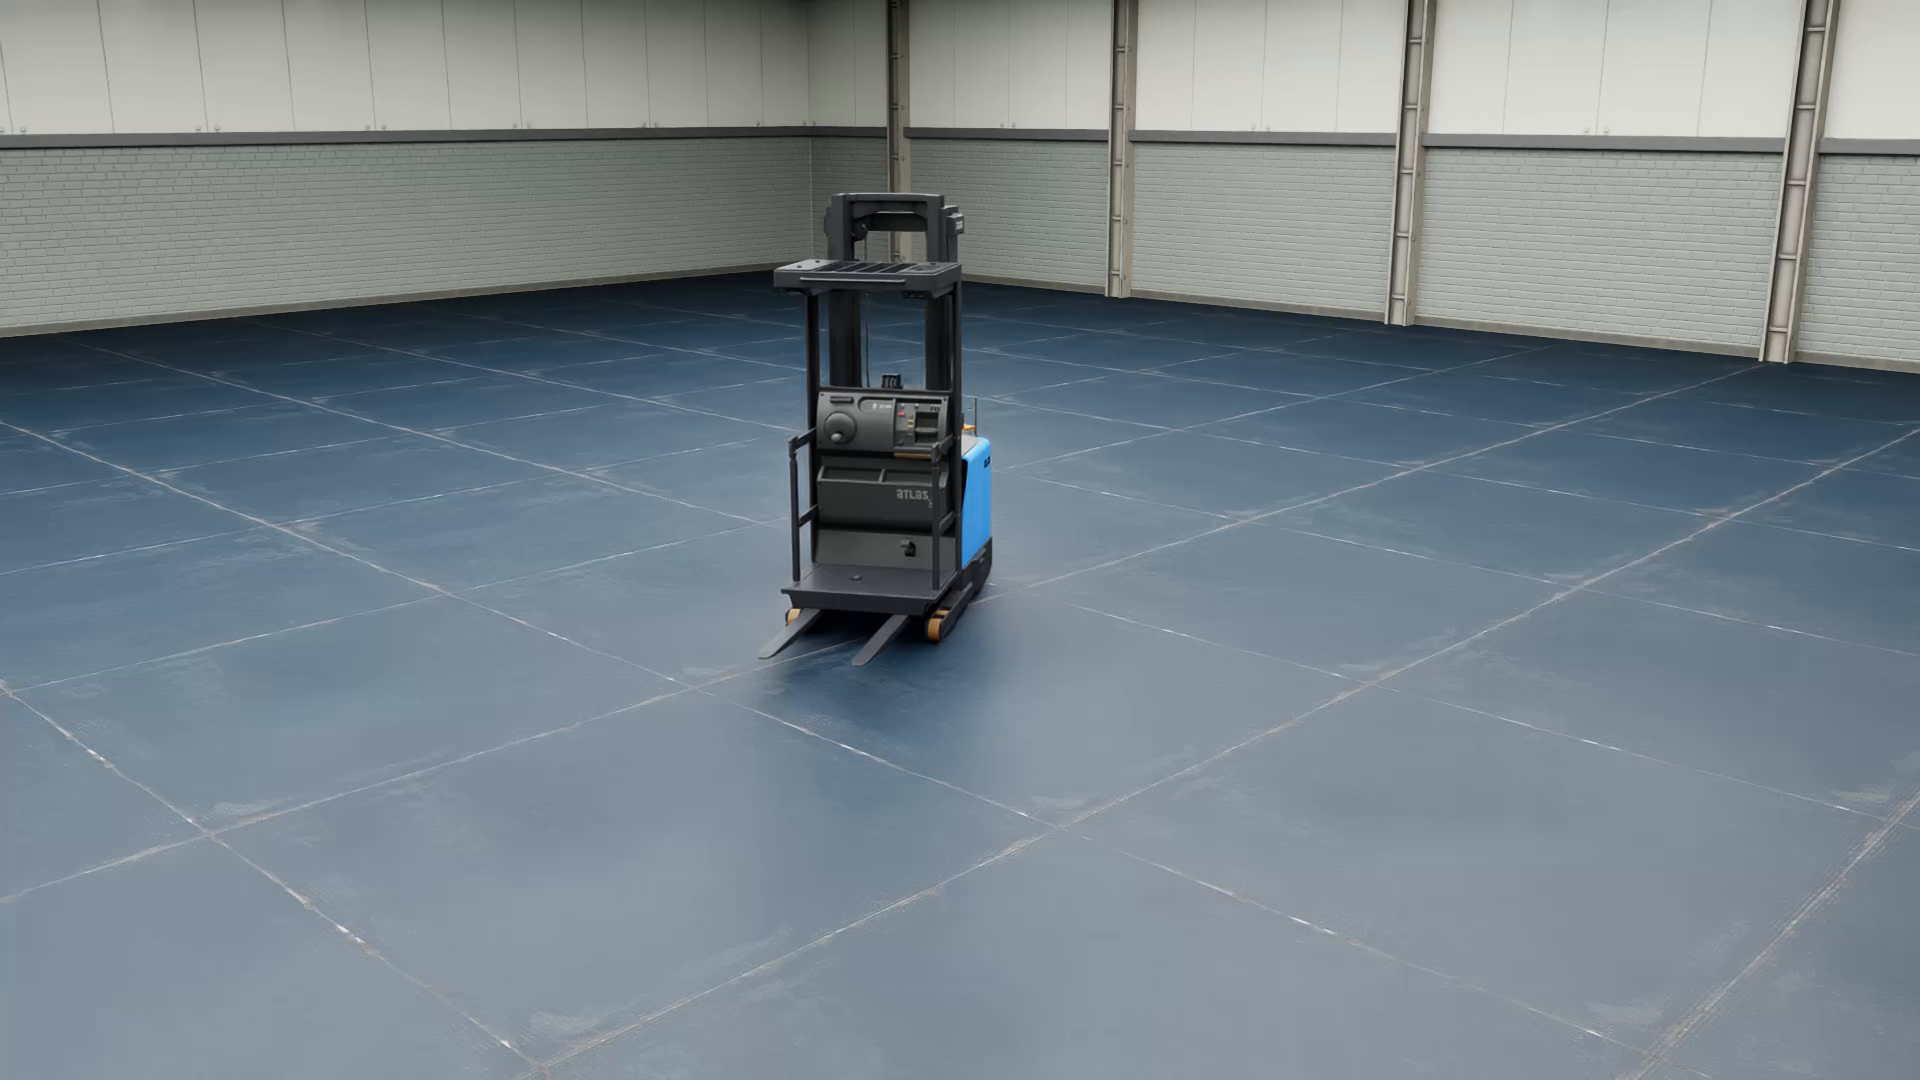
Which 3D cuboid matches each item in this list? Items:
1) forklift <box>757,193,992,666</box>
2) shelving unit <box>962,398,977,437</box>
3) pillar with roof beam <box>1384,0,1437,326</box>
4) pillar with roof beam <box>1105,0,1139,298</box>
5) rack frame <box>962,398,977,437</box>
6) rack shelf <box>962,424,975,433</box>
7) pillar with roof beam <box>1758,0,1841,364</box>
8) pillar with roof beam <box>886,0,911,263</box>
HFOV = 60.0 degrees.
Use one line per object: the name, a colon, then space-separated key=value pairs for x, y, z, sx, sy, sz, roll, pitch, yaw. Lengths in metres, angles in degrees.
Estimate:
forklift: x=-0.583 y=-0.830 z=11.304 sx=1.130 sy=2.935 sz=3.031 roll=3 pitch=15 yaw=13
shelving unit: x=-0.010 y=-0.583 z=13.791 sx=0.189 sy=1.200 sz=0.258 roll=14 pitch=20 yaw=42
pillar with roof beam: x=4.354 y=-7.180 z=23.640 sx=0.400 sy=9.000 sz=9.100 roll=14 pitch=20 yaw=42
pillar with roof beam: x=0.034 y=-8.230 z=27.670 sx=0.400 sy=9.000 sz=9.100 roll=14 pitch=20 yaw=42
rack frame: x=0.055 y=-0.567 z=13.729 sx=0.006 sy=1.200 sz=0.240 roll=14 pitch=20 yaw=42
rack shelf: x=-0.010 y=-0.889 z=13.711 sx=0.180 sy=0.103 sz=0.258 roll=14 pitch=20 yaw=42
pillar with roof beam: x=8.673 y=-6.130 z=19.610 sx=0.400 sy=9.000 sz=9.100 roll=14 pitch=20 yaw=42
pillar with roof beam: x=-4.285 y=-9.280 z=31.700 sx=0.400 sy=9.000 sz=9.100 roll=14 pitch=20 yaw=42
